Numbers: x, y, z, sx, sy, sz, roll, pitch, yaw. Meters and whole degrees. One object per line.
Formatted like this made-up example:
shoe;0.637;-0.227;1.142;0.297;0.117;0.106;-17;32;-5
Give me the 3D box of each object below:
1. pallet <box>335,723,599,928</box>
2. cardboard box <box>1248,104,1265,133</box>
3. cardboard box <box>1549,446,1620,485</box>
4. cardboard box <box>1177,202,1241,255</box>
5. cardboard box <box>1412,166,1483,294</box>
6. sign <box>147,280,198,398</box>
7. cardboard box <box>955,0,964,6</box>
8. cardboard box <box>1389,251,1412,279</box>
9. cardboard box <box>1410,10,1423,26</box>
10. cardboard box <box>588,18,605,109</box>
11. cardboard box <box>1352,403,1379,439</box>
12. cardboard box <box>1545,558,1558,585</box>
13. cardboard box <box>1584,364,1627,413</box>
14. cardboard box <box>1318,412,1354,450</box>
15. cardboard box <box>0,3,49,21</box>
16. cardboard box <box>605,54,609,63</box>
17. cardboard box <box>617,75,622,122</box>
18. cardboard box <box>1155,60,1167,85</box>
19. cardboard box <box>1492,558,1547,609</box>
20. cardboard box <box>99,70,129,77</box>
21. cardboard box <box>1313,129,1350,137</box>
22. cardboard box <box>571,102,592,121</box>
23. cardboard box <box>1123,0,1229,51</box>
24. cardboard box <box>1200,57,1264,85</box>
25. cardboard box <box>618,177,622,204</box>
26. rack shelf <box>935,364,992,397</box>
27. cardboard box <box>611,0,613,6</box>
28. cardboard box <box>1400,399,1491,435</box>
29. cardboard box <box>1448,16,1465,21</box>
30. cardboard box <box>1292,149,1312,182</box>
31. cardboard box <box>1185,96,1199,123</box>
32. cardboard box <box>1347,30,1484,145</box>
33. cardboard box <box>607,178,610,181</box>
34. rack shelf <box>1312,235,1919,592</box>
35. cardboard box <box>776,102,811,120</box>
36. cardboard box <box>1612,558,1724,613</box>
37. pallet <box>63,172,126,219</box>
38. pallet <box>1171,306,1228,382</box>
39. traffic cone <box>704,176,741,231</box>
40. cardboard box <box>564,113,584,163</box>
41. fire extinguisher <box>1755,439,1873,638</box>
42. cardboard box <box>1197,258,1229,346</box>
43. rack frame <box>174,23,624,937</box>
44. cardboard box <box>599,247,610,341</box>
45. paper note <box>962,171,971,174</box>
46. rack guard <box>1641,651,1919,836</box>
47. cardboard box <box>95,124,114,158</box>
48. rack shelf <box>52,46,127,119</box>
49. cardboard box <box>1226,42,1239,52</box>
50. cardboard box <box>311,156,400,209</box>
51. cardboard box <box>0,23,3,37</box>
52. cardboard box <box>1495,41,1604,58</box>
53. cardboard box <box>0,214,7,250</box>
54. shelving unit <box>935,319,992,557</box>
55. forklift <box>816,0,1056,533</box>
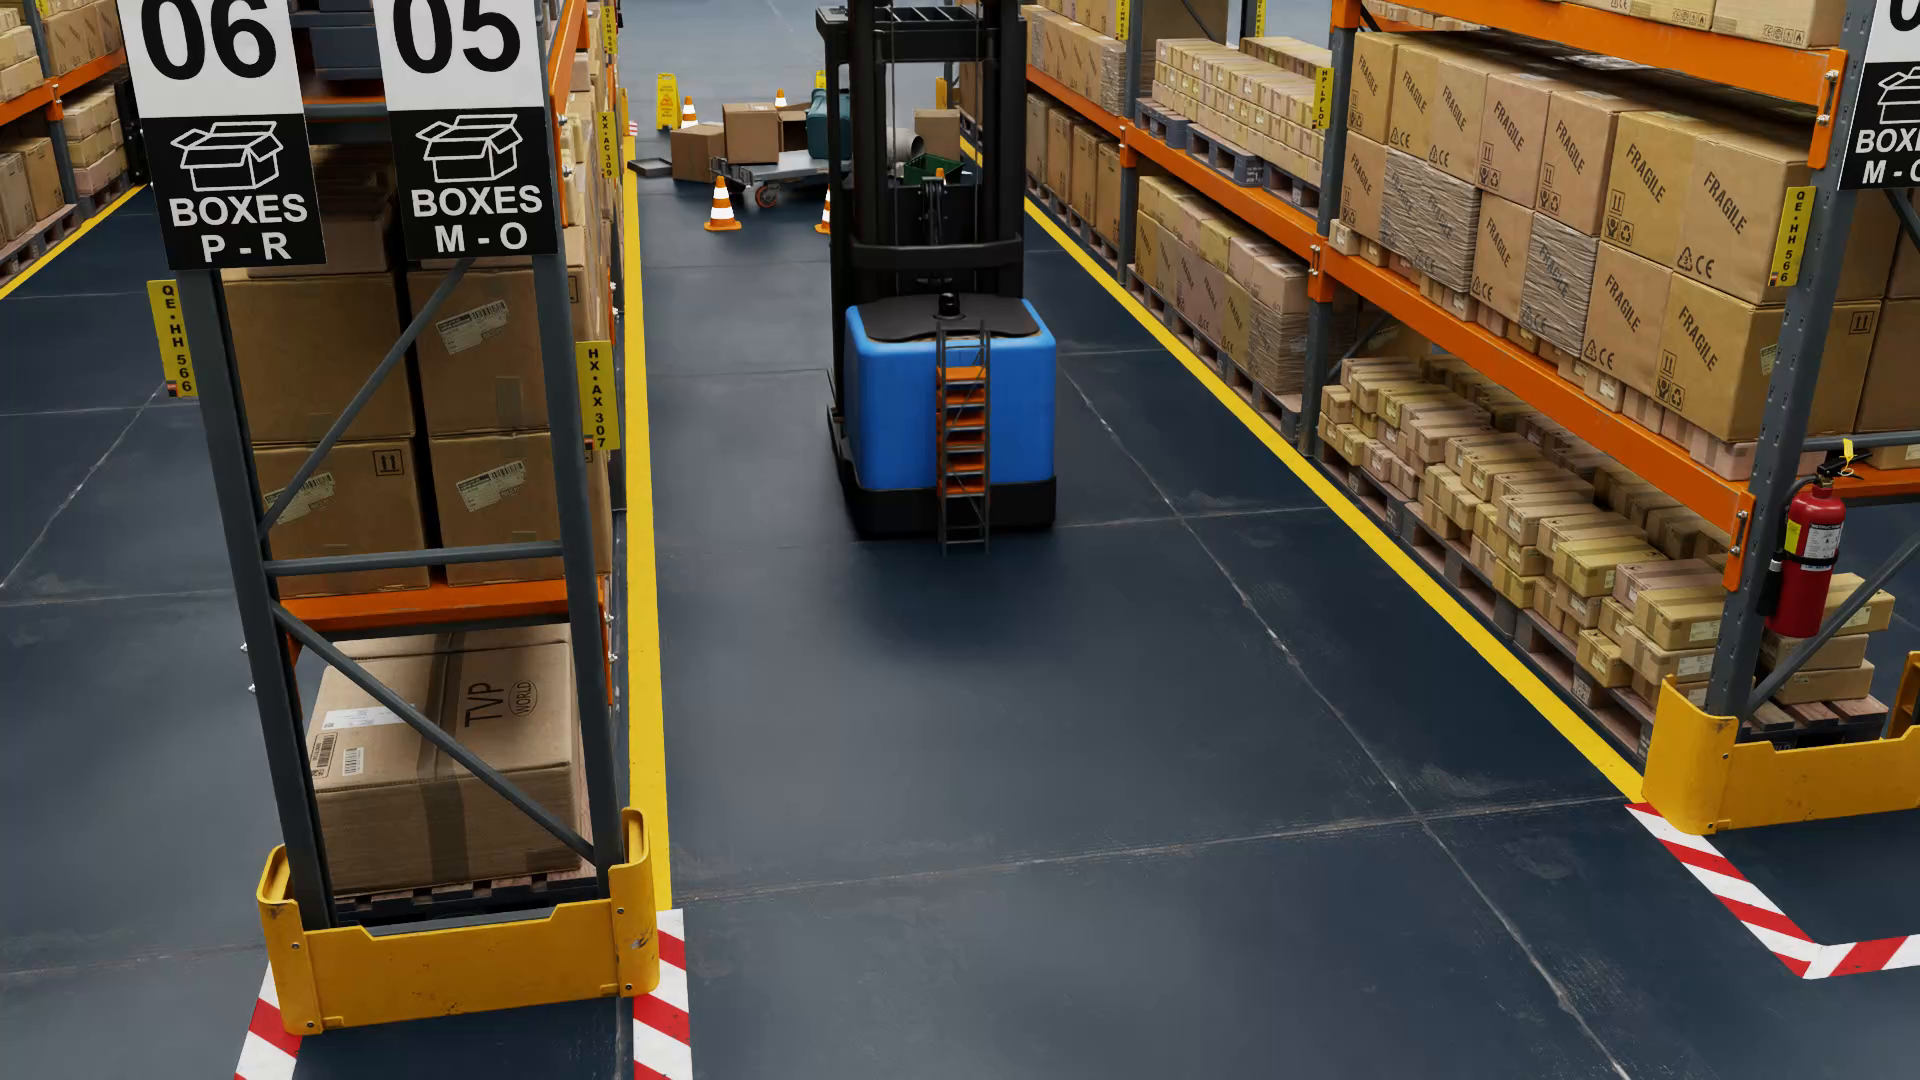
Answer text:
pallet;-1.808;1.030;6.129;1.003;0.211;1.213;-4;24;-10
cardboard box;2.061;-2.686;10.569;0.380;0.149;0.250;-6;24;-12
cardboard box;3.096;-0.344;8.083;0.380;0.149;0.250;-4;24;-10
cardboard box;1.846;-2.199;11.698;0.500;0.250;0.500;-4;24;-9
cardboard box;2.523;-1.493;7.924;0.500;0.500;0.500;-5;24;-11
sign;-2.119;-0.544;4.505;0.100;0.325;0.005;-4;24;-10
cardboard box;0.417;-6.565;19.847;0.875;0.550;0.550;-4;24;-10
cardboard box;2.476;-1.471;8.685;0.380;0.149;0.250;-5;24;-12
cardboard box;5.345;-5.932;18.898;0.380;0.149;0.250;-4;24;-10
cardboard box;-2.522;-3.009;10.518;0.500;0.500;0.500;-4;24;-10
cardboard box;2.411;-0.682;9.230;0.380;0.149;0.250;-4;24;-9
cardboard box;2.838;0.128;7.375;0.380;0.149;0.250;-5;24;-10
cardboard box;2.784;-0.635;6.769;0.380;0.149;0.250;-4;24;-8
cardboard box;2.275;-0.638;9.500;0.380;0.149;0.250;-5;24;-12
cardboard box;-8.480;-4.779;15.009;0.380;0.149;0.250;-5;24;-11
cardboard box;-3.271;-4.251;14.525;0.380;0.149;0.250;-4;24;-9
cardboard box;-3.851;-4.602;17.512;0.500;0.500;0.500;-3;24;-7
cardboard box;1.675;-3.501;12.436;0.380;0.149;0.250;-3;24;-7
cardboard box;2.682;0.181;7.625;0.380;0.149;0.250;-5;24;-12
cardboard box;-8.927;-4.896;17.875;0.500;0.250;0.500;-4;24;-9
cardboard box;2.257;-2.412;9.572;0.380;0.149;0.250;-3;24;-7
cardboard box;-1.878;-1.652;7.410;0.500;0.500;0.500;-5;24;-11
cardboard box;1.710;-4.174;13.185;0.700;0.500;0.500;-4;24;-10
cardboard box;1.872;-3.233;11.452;0.380;0.149;0.250;-3;24;-7
cardboard box;-3.567;-3.159;14.994;0.950;0.372;0.625;-3;24;-6
rack shelf;0.016;-0.793;8.279;0.258;0.103;0.180;-3;24;-8
cardboard box;-3.994;-5.828;17.849;0.500;0.500;0.500;-4;24;-10
cardboard box;2.542;-0.617;8.710;0.380;0.149;0.250;-5;24;-11
cardboard box;5.857;-5.956;18.143;0.875;0.500;0.500;-4;24;-10
cardboard box;2.206;-2.240;9.921;0.380;0.149;0.250;-4;24;-9
cardboard box;1.819;-3.061;11.800;0.380;0.149;0.250;-3;24;-7
cardboard box;2.367;-2.364;8.669;0.500;0.500;0.500;-4;24;-8
cardboard box;-2.318;-2.271;9.764;0.500;0.250;0.500;-4;24;-9
rack shelf;2.893;-0.803;7.739;1.077;0.370;4.000;-4;24;-10
cardboard box;-1.729;-4.585;18.620;0.637;0.503;0.797;18;29;36
cardboard box;2.926;0.203;6.831;0.380;0.149;0.250;-4;24;-9
pallet;-8.786;-3.329;16.108;1.003;0.211;1.213;-4;24;-10
pallet;2.149;-1.428;11.756;1.003;0.211;1.213;-4;24;-10
traffic cone;-2.197;-3.113;15.300;0.336;0.463;0.334;-4;24;-10
cardboard box;-1.622;-1.514;6.284;0.380;0.149;0.250;-5;24;-11
fire extinguisher;2.856;-0.006;5.579;0.296;0.674;0.183;-4;24;-10
cardboard box;1.953;-1.642;11.361;0.500;0.500;0.500;-5;24;-11
rack frame;-1.583;0.060;4.864;1.000;3.000;0.127;-4;24;-10
cardboard box;-1.778;-0.997;7.159;0.500;0.500;0.500;-5;24;-11
paper note;0.029;-3.903;17.647;0.142;0.020;0.147;18;29;36
rack guard;3.249;0.770;6.363;1.175;0.500;0.348;-4;24;-10
cardboard box;-8.561;-3.863;16.134;0.500;0.250;0.500;-4;24;-10
rack shelf;-9.050;-4.748;16.772;1.077;0.370;4.000;-4;24;-10
cardboard box;1.966;-3.735;13.429;0.500;0.500;0.500;-4;24;-9
cardboard box;-2.054;-1.163;5.480;0.380;0.149;0.250;-4;24;-9
cardboard box;-8.160;-4.222;13.734;0.380;0.149;0.250;-5;24;-11
cardboard box;2.977;-2.192;8.274;0.500;0.500;0.500;-5;24;-11
cardboard box;-8.295;-2.589;13.373;0.875;0.625;0.625;-5;24;-12
shelving unit;0.016;-0.504;8.405;0.258;1.200;0.189;-3;24;-8
forklift;-0.219;-1.936;9.521;1.130;2.935;3.031;-3;24;-8
